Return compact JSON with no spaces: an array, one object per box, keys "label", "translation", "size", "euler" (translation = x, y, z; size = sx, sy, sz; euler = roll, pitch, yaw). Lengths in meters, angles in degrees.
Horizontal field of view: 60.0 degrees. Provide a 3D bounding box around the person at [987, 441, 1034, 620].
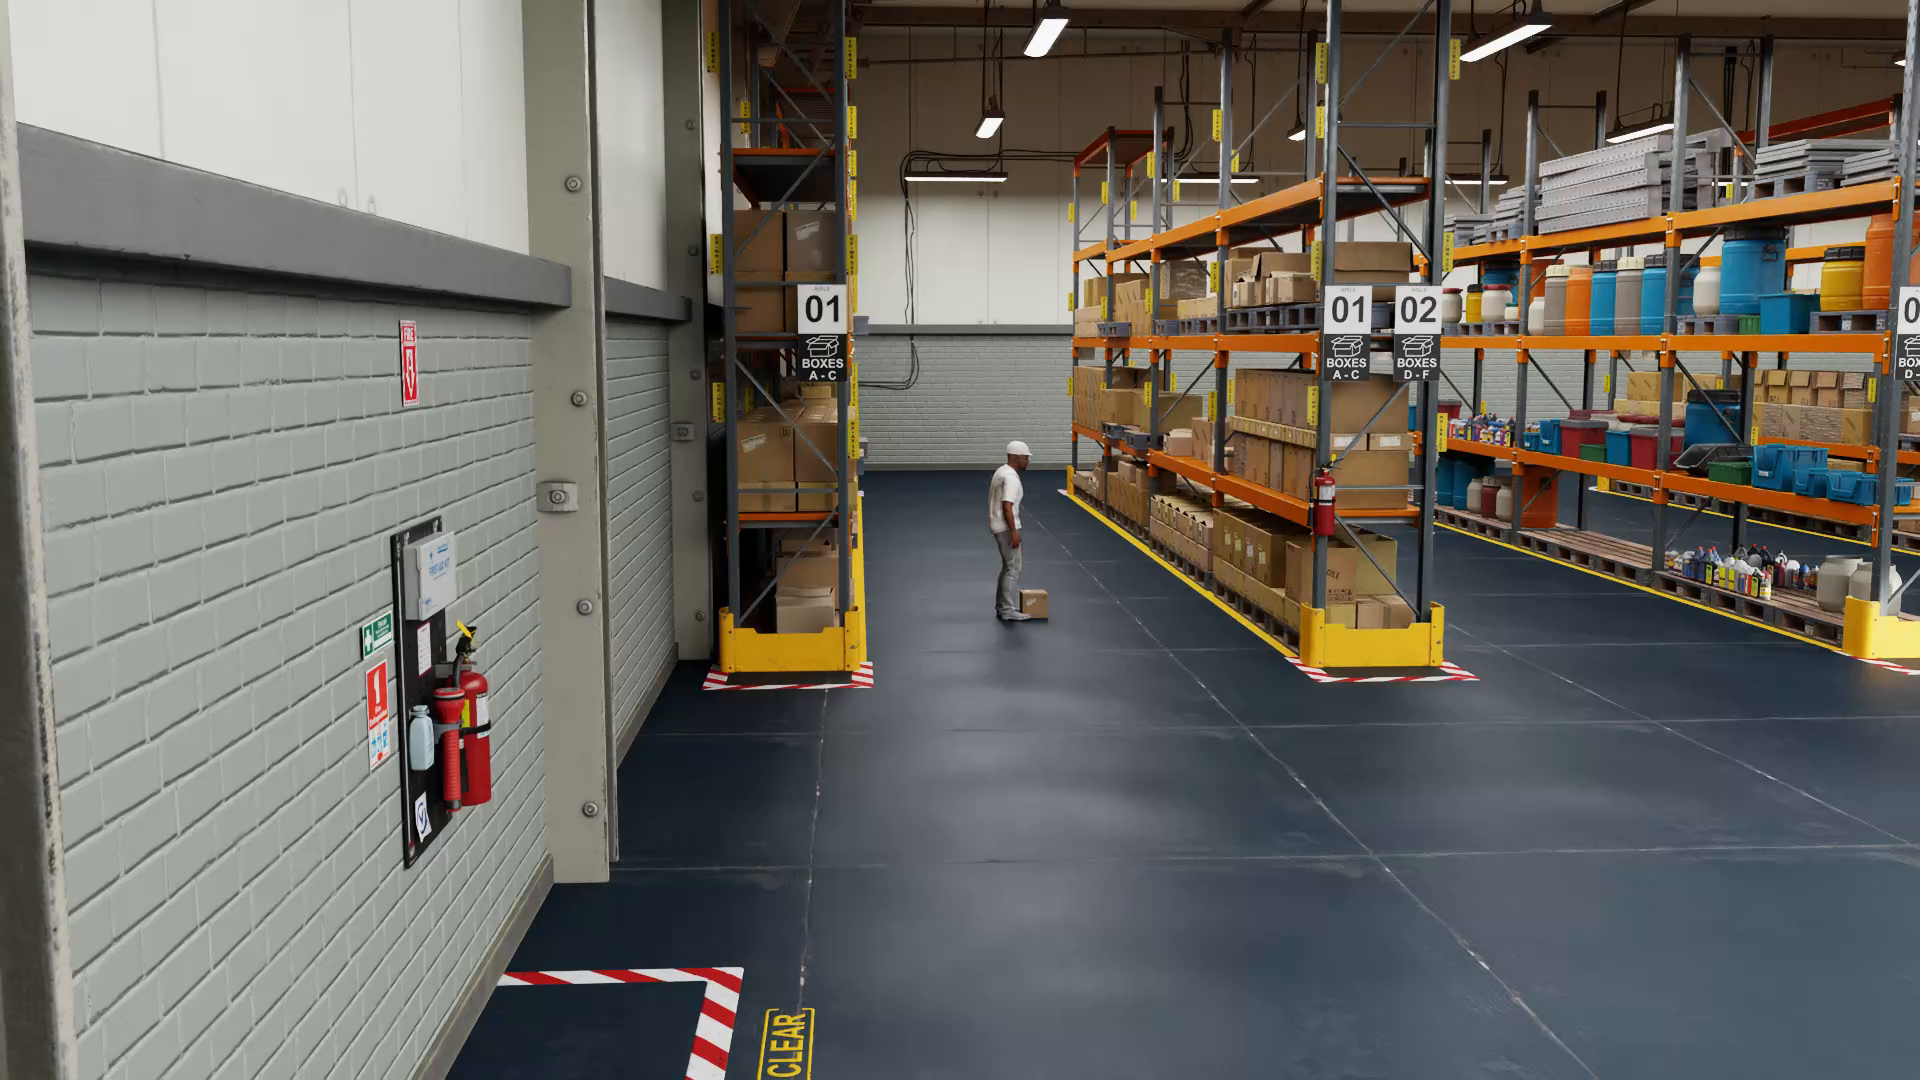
[{"label":"person","translation":[0.508,-0.104,16.541],"size":[0.460,1.760,0.627],"euler":[0,7,-3]}]
